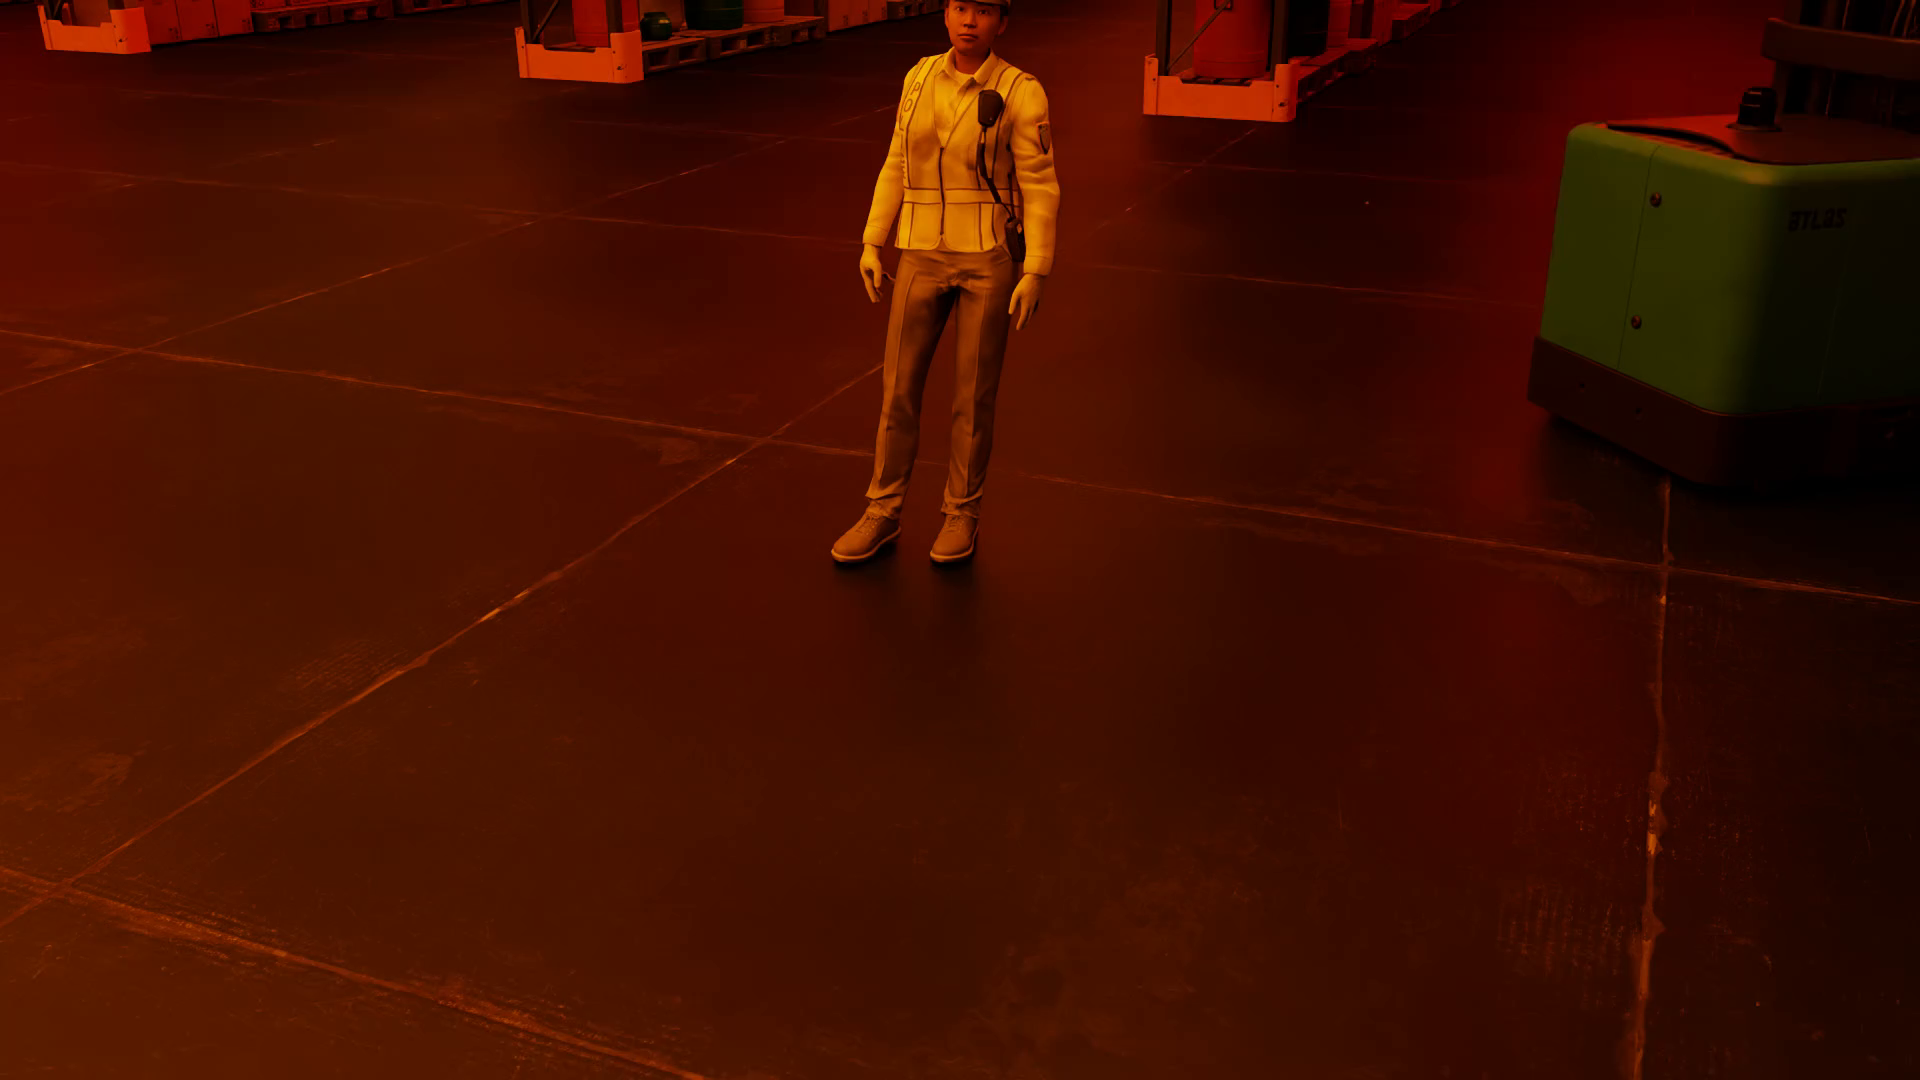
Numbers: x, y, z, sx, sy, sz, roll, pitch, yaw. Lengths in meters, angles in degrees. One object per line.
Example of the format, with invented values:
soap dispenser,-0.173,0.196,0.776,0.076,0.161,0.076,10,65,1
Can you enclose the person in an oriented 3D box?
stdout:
person,-0.031,-0.766,4.708,0.587,1.696,0.534,9,24,21

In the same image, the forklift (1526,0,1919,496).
forklift,3.673,-1.808,5.619,3.031,2.935,1.130,-7,24,-16
